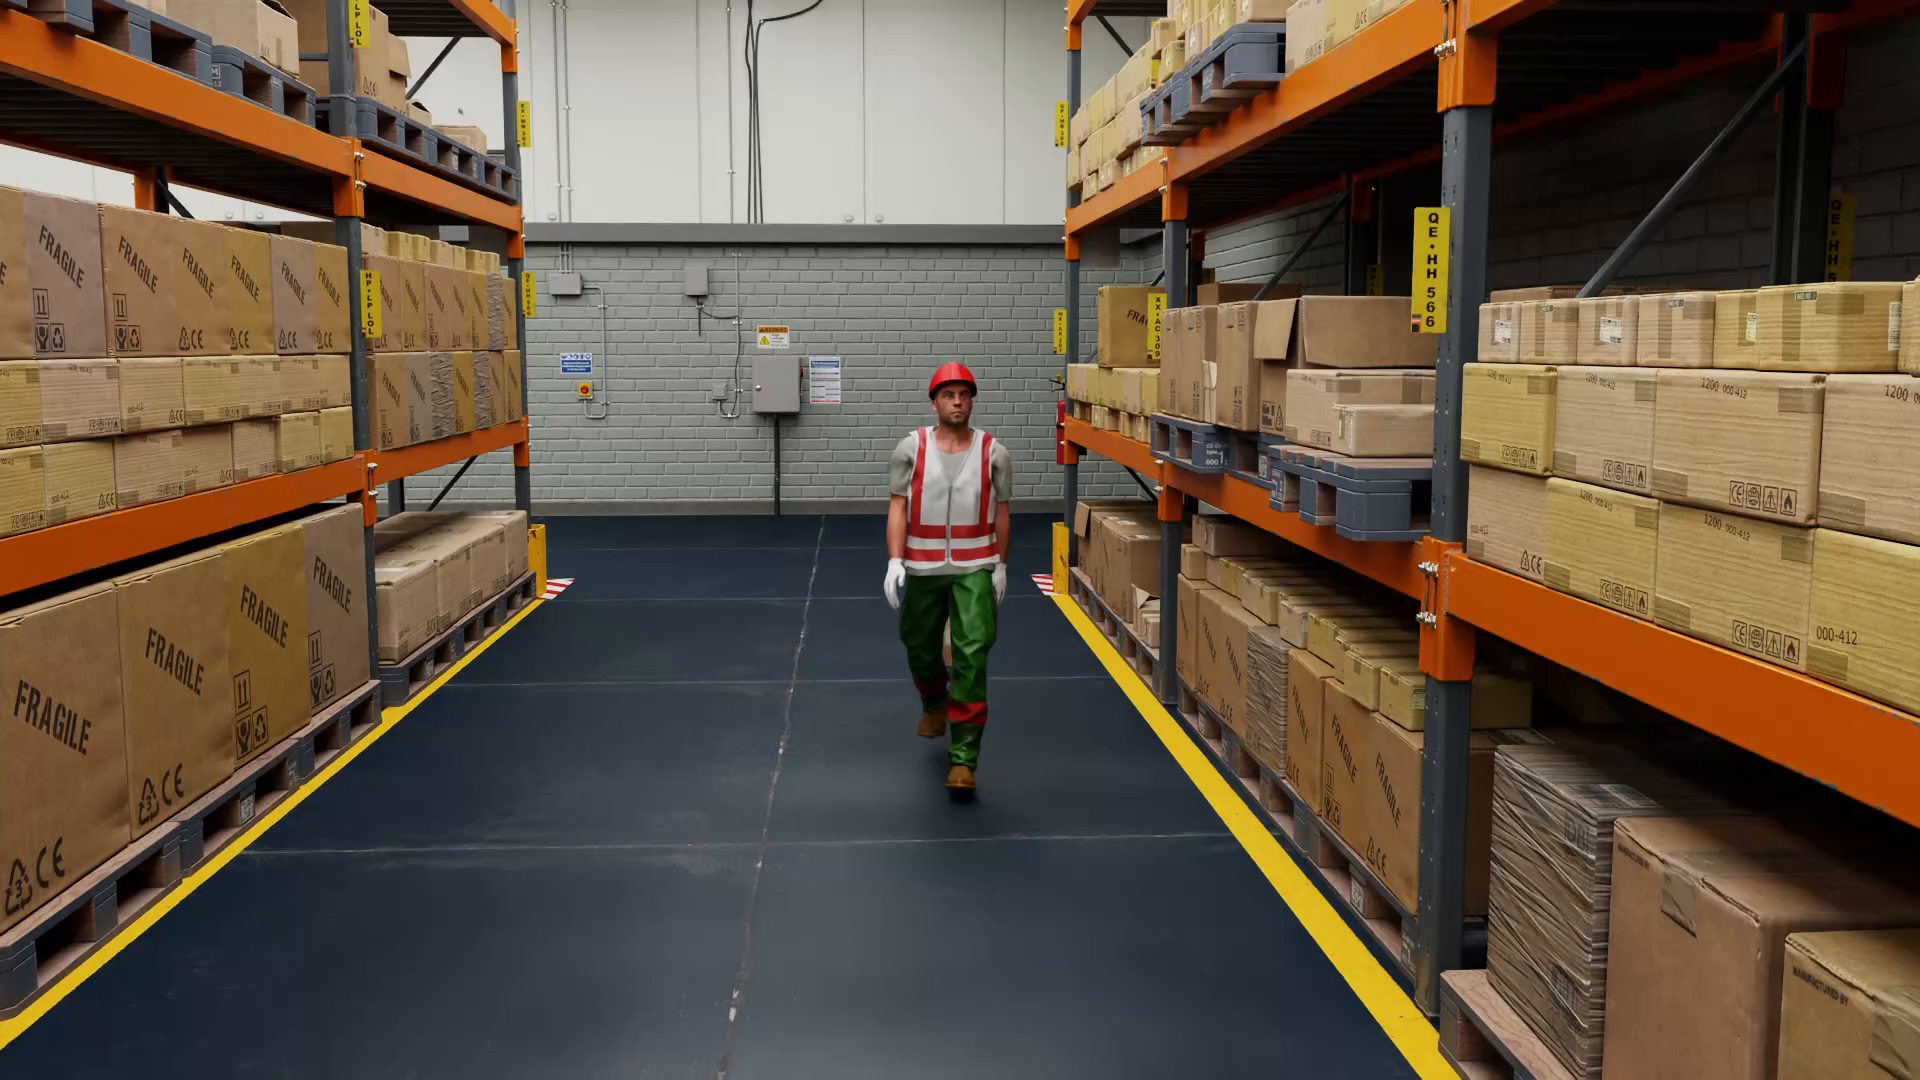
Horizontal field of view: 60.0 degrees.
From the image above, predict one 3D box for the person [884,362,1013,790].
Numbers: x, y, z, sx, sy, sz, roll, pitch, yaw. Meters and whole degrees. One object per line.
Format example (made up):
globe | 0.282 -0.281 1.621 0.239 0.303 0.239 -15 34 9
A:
person | -0.044 0.123 7.069 0.531 1.749 1.005 0 7 3
